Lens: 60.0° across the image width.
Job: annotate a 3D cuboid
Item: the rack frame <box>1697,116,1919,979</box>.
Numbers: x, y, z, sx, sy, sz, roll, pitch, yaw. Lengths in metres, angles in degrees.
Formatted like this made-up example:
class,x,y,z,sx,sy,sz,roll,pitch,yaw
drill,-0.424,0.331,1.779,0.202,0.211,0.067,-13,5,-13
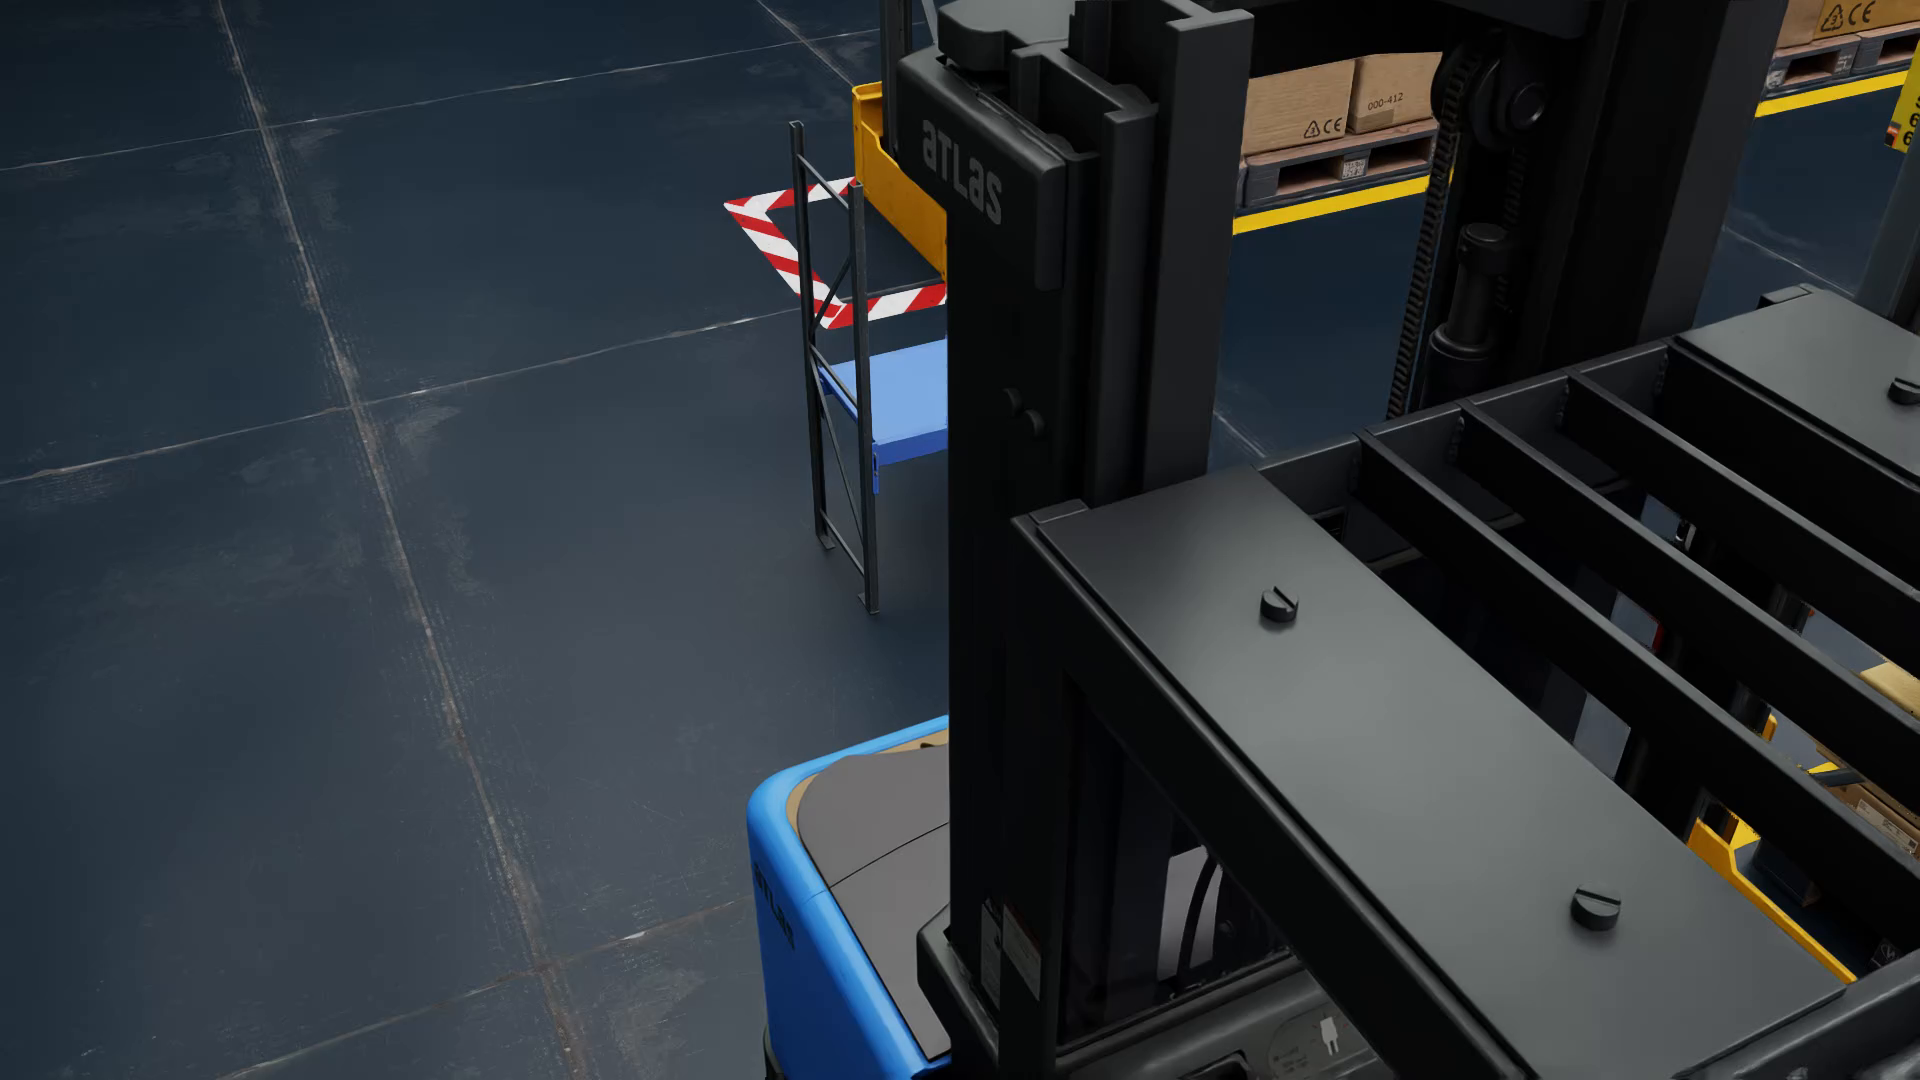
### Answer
class,x,y,z,sx,sy,sz,roll,pitch,yaw
rack frame,2.096,-0.005,3.239,0.127,3.000,1.000,-16,39,-20

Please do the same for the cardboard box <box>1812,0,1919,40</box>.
class,x,y,z,sx,sy,sz,roll,pitch,yaw
cardboard box,4.864,-3.410,9.260,0.875,0.875,0.875,-14,39,-19

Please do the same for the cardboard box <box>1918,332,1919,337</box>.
class,x,y,z,sx,sy,sz,roll,pitch,yaw
cardboard box,2.394,-0.417,3.461,0.500,0.500,0.500,-15,39,-19

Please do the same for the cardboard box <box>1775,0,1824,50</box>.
class,x,y,z,sx,sy,sz,roll,pitch,yaw
cardboard box,4.050,-3.177,8.946,0.875,0.875,0.875,-14,39,-19

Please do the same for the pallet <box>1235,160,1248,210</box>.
class,x,y,z,sx,sy,sz,roll,pitch,yaw
pallet,0.592,-1.773,7.964,1.213,0.211,1.003,-16,39,-20

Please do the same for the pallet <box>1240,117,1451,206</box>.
class,x,y,z,sx,sy,sz,roll,pitch,yaw
pallet,1.695,-2.080,8.377,1.213,0.211,1.003,-16,39,-20

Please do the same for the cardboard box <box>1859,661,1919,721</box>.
class,x,y,z,sx,sy,sz,roll,pitch,yaw
cardboard box,2.468,0.462,4.151,0.250,0.149,0.380,-15,39,-19

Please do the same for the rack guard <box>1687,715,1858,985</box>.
class,x,y,z,sx,sy,sz,roll,pitch,yaw
rack guard,2.165,0.980,4.009,0.348,0.500,1.175,-16,39,-20

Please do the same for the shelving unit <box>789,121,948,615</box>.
class,x,y,z,sx,sy,sz,roll,pitch,yaw
shelving unit,0.077,-0.624,5.332,1.048,1.500,0.538,-16,39,-20

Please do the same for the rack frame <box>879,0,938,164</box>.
class,x,y,z,sx,sy,sz,roll,pitch,yaw
rack frame,-0.098,-2.649,6.803,0.127,3.000,1.000,-16,39,-20

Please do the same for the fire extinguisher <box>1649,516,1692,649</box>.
class,x,y,z,sx,sy,sz,roll,pitch,yaw
fire extinguisher,1.672,-0.009,3.622,0.183,0.674,0.296,-16,39,-20

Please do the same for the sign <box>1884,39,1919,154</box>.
class,x,y,z,sx,sy,sz,roll,pitch,yaw
sign,1.879,-0.901,3.210,0.005,0.325,0.100,-16,39,-20

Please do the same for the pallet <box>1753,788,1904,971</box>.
class,x,y,z,sx,sy,sz,roll,pitch,yaw
pallet,2.915,0.909,4.347,1.213,0.211,1.003,-16,39,-20

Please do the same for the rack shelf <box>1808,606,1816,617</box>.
class,x,y,z,sx,sy,sz,roll,pitch,yaw
rack shelf,3.907,-0.222,4.136,4.000,0.370,1.077,-16,39,-20

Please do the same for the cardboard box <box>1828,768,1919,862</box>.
class,x,y,z,sx,sy,sz,roll,pitch,yaw
cardboard box,2.484,0.726,4.294,0.250,0.149,0.380,-15,39,-19

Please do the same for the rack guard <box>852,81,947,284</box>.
class,x,y,z,sx,sy,sz,roll,pitch,yaw
rack guard,-0.120,-1.639,7.540,0.348,0.500,1.175,-16,39,-20

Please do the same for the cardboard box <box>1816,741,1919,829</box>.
class,x,y,z,sx,sy,sz,roll,pitch,yaw
cardboard box,2.453,0.564,4.262,0.250,0.149,0.380,-17,40,-21

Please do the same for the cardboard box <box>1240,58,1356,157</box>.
class,x,y,z,sx,sy,sz,roll,pitch,yaw
cardboard box,1.281,-2.246,8.058,0.875,0.438,0.875,-15,39,-19

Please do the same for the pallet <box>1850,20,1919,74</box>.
class,x,y,z,sx,sy,sz,roll,pitch,yaw
pallet,5.295,-3.088,9.737,1.213,0.211,1.003,-16,39,-20

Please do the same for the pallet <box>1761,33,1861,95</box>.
class,x,y,z,sx,sy,sz,roll,pitch,yaw
pallet,4.189,-2.777,9.317,1.213,0.211,1.003,-16,39,-20

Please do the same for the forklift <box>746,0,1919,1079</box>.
class,x,y,z,sx,sy,sz,roll,pitch,yaw
forklift,0.669,0.821,2.182,1.130,2.935,3.031,-17,40,-21

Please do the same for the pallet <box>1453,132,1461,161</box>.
class,x,y,z,sx,sy,sz,roll,pitch,yaw
pallet,2.801,-2.391,8.796,1.213,0.211,1.003,-16,39,-20

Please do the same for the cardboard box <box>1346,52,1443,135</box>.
class,x,y,z,sx,sy,sz,roll,pitch,yaw
cardboard box,2.098,-2.473,8.364,0.875,0.438,0.875,-17,40,-21

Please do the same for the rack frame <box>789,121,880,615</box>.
class,x,y,z,sx,sy,sz,roll,pitch,yaw
rack frame,-0.383,-0.495,5.159,0.032,1.500,0.500,-16,39,-20

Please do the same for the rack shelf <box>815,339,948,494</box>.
class,x,y,z,sx,sy,sz,roll,pitch,yaw
rack shelf,0.077,-0.480,5.439,1.000,0.185,0.538,-16,39,-20
